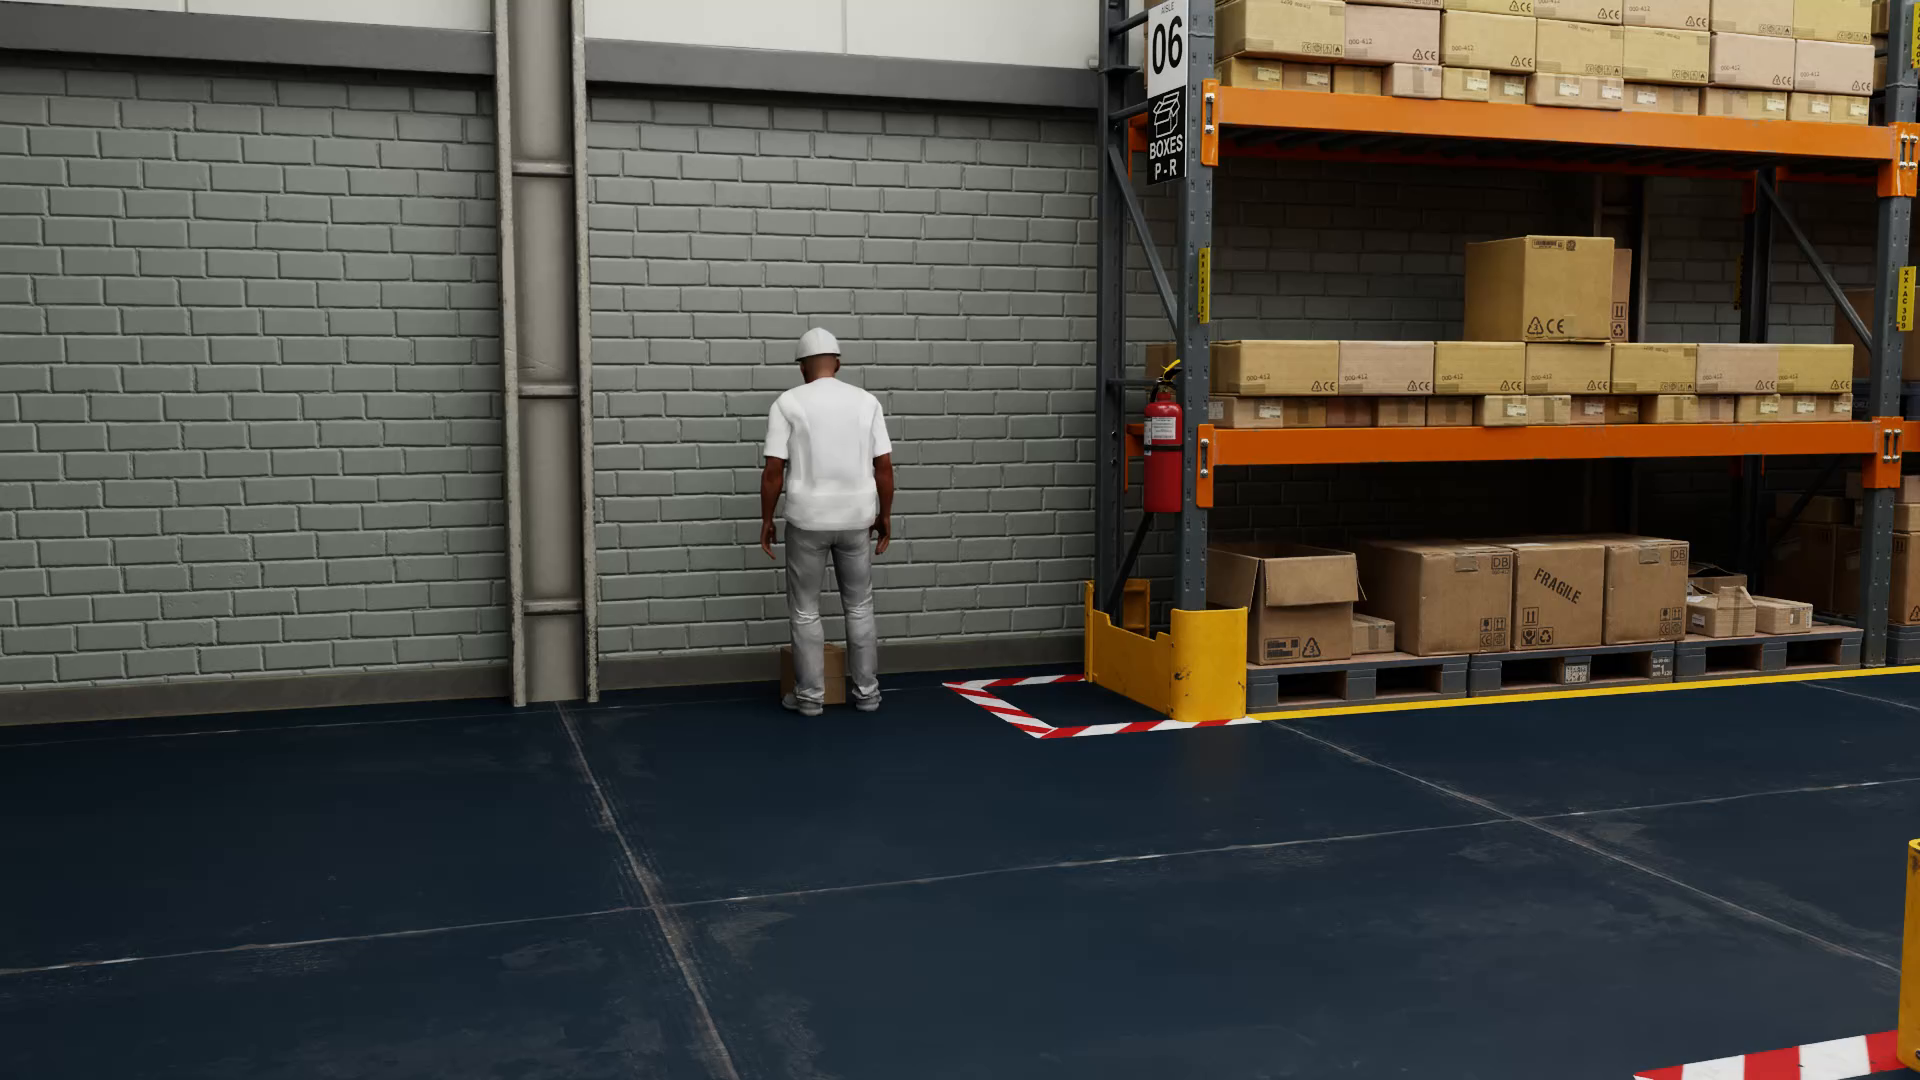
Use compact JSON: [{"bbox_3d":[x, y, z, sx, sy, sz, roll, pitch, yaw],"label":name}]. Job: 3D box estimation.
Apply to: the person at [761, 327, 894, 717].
[{"bbox_3d":[-0.611,-0.089,7.630,0.626,1.761,0.458,-2,6,-19],"label":"person"}]
